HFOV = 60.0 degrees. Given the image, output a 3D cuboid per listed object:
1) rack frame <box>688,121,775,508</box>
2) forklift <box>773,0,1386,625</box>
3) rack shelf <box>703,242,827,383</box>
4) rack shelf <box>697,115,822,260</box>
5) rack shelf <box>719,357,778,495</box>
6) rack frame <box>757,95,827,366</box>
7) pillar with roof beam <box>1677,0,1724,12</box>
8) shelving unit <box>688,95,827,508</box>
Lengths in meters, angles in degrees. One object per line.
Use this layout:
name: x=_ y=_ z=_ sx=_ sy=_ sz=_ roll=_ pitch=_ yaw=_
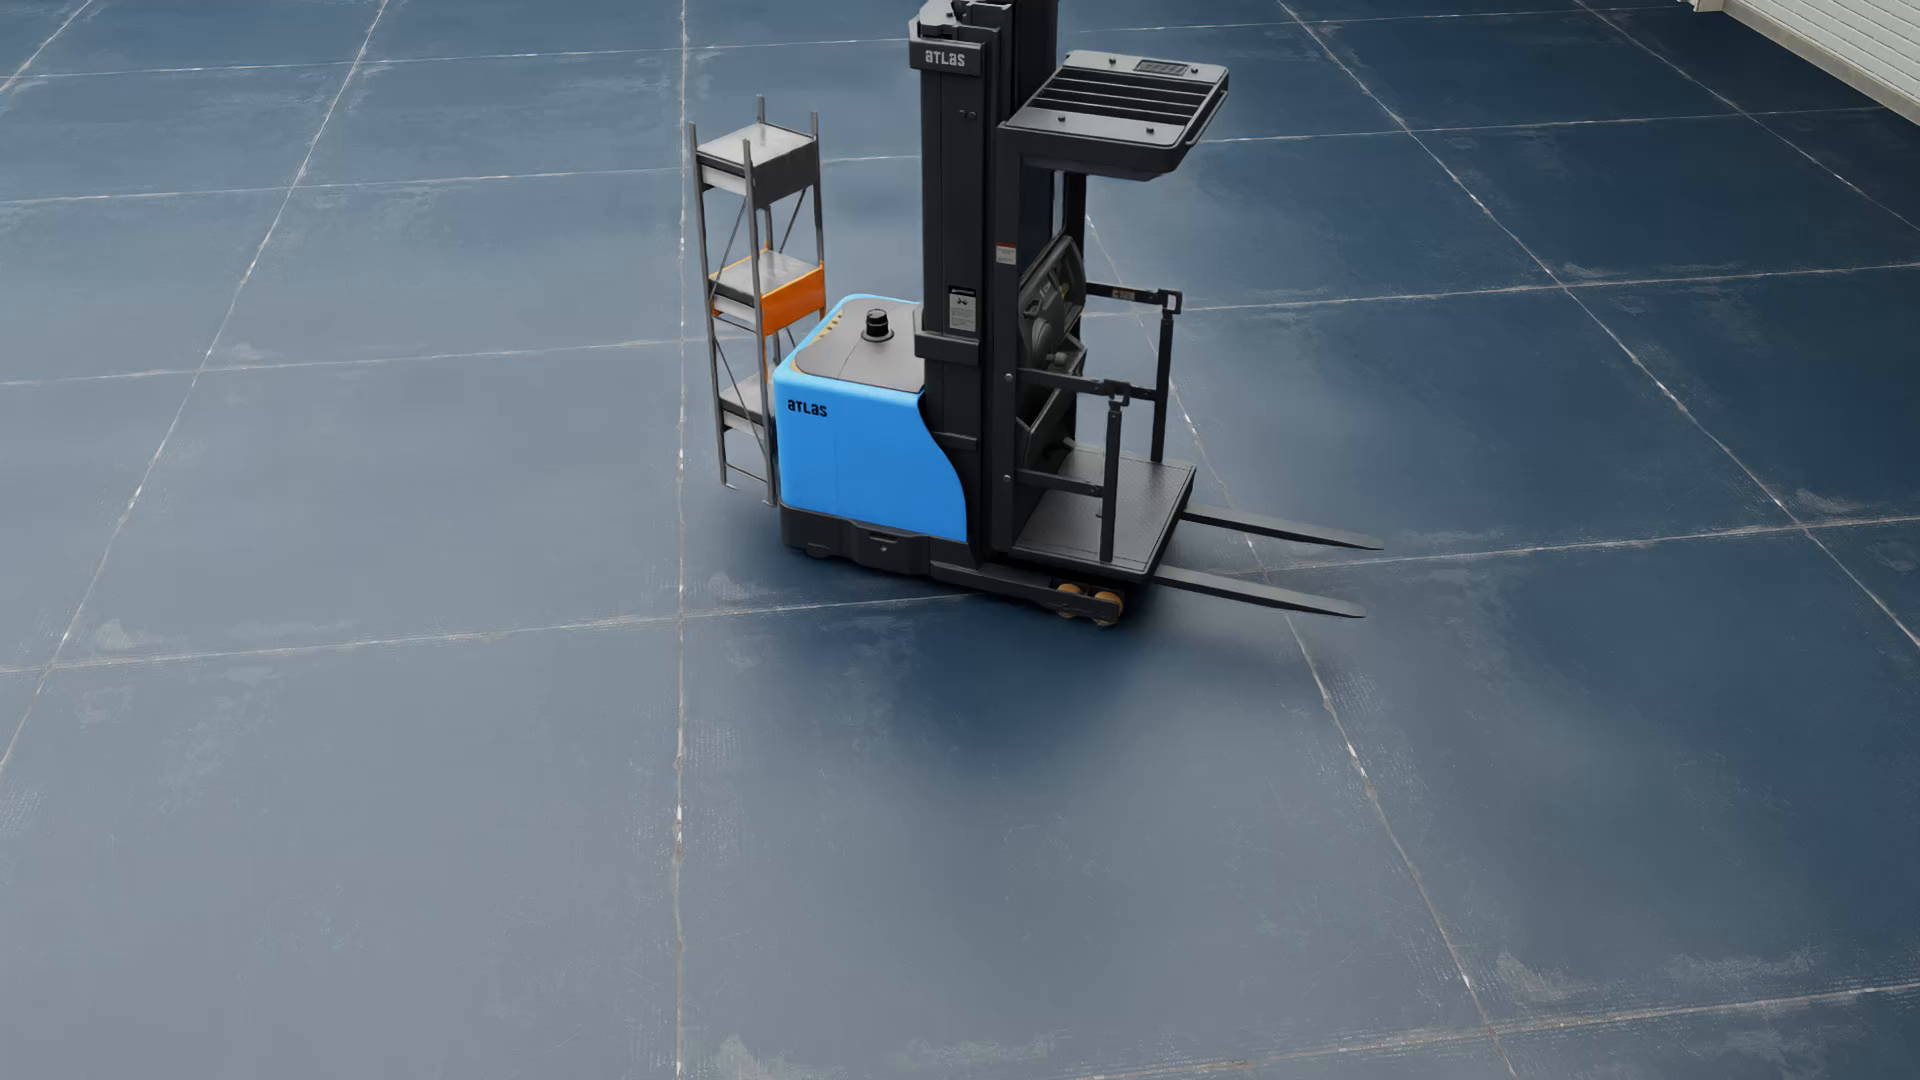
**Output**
rack frame: x=-1.174 y=-1.115 z=8.647 sx=0.400 sy=2.100 sz=0.015 roll=24 pitch=41 yaw=30
forklift: x=0.629 y=-1.126 z=7.929 sx=3.031 sy=2.935 sz=1.130 roll=12 pitch=36 yaw=16
rack shelf: x=-1.025 y=-1.212 z=8.815 sx=0.431 sy=0.518 sz=0.480 roll=24 pitch=41 yaw=30
rack shelf: x=-1.022 y=-1.791 z=8.420 sx=0.431 sy=0.518 sz=0.480 roll=24 pitch=41 yaw=30
rack shelf: x=-1.028 y=-0.634 z=9.209 sx=0.431 sy=0.518 sz=0.480 roll=24 pitch=41 yaw=30
rack frame: x=-0.876 y=-1.332 z=8.967 sx=0.400 sy=2.100 sz=0.015 roll=24 pitch=41 yaw=30
pillar with roof beam: x=3.221 y=-8.799 z=13.799 sx=9.100 sy=9.000 sz=0.400 roll=-4 pitch=35 yaw=-6
shelving unit: x=-1.025 y=-1.224 z=8.807 sx=0.431 sy=2.100 sz=0.503 roll=24 pitch=41 yaw=30
